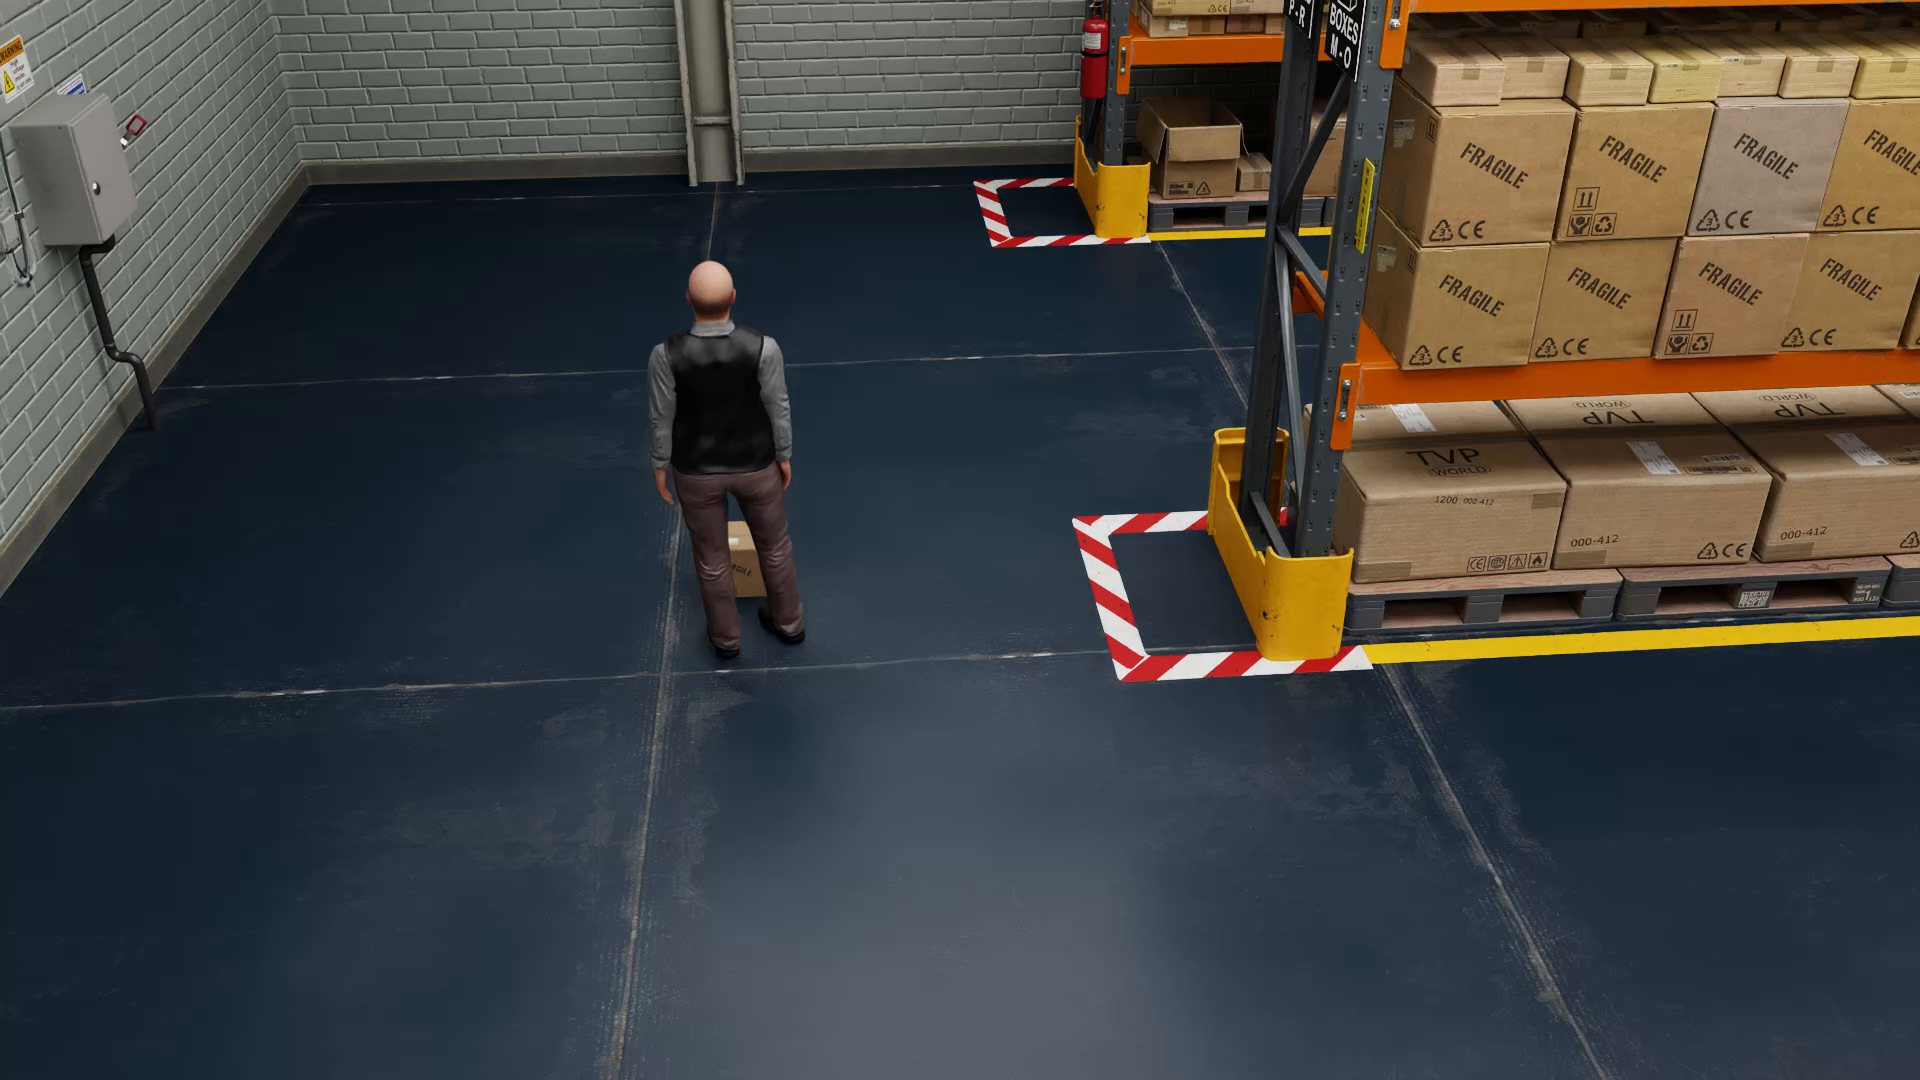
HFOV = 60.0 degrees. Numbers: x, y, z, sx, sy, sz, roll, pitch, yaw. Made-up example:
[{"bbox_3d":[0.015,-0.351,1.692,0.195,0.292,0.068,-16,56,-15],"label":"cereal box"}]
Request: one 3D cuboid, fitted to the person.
[{"bbox_3d":[-0.948,-0.308,6.657,0.572,1.721,0.402,-6,31,-9],"label":"person"}]
